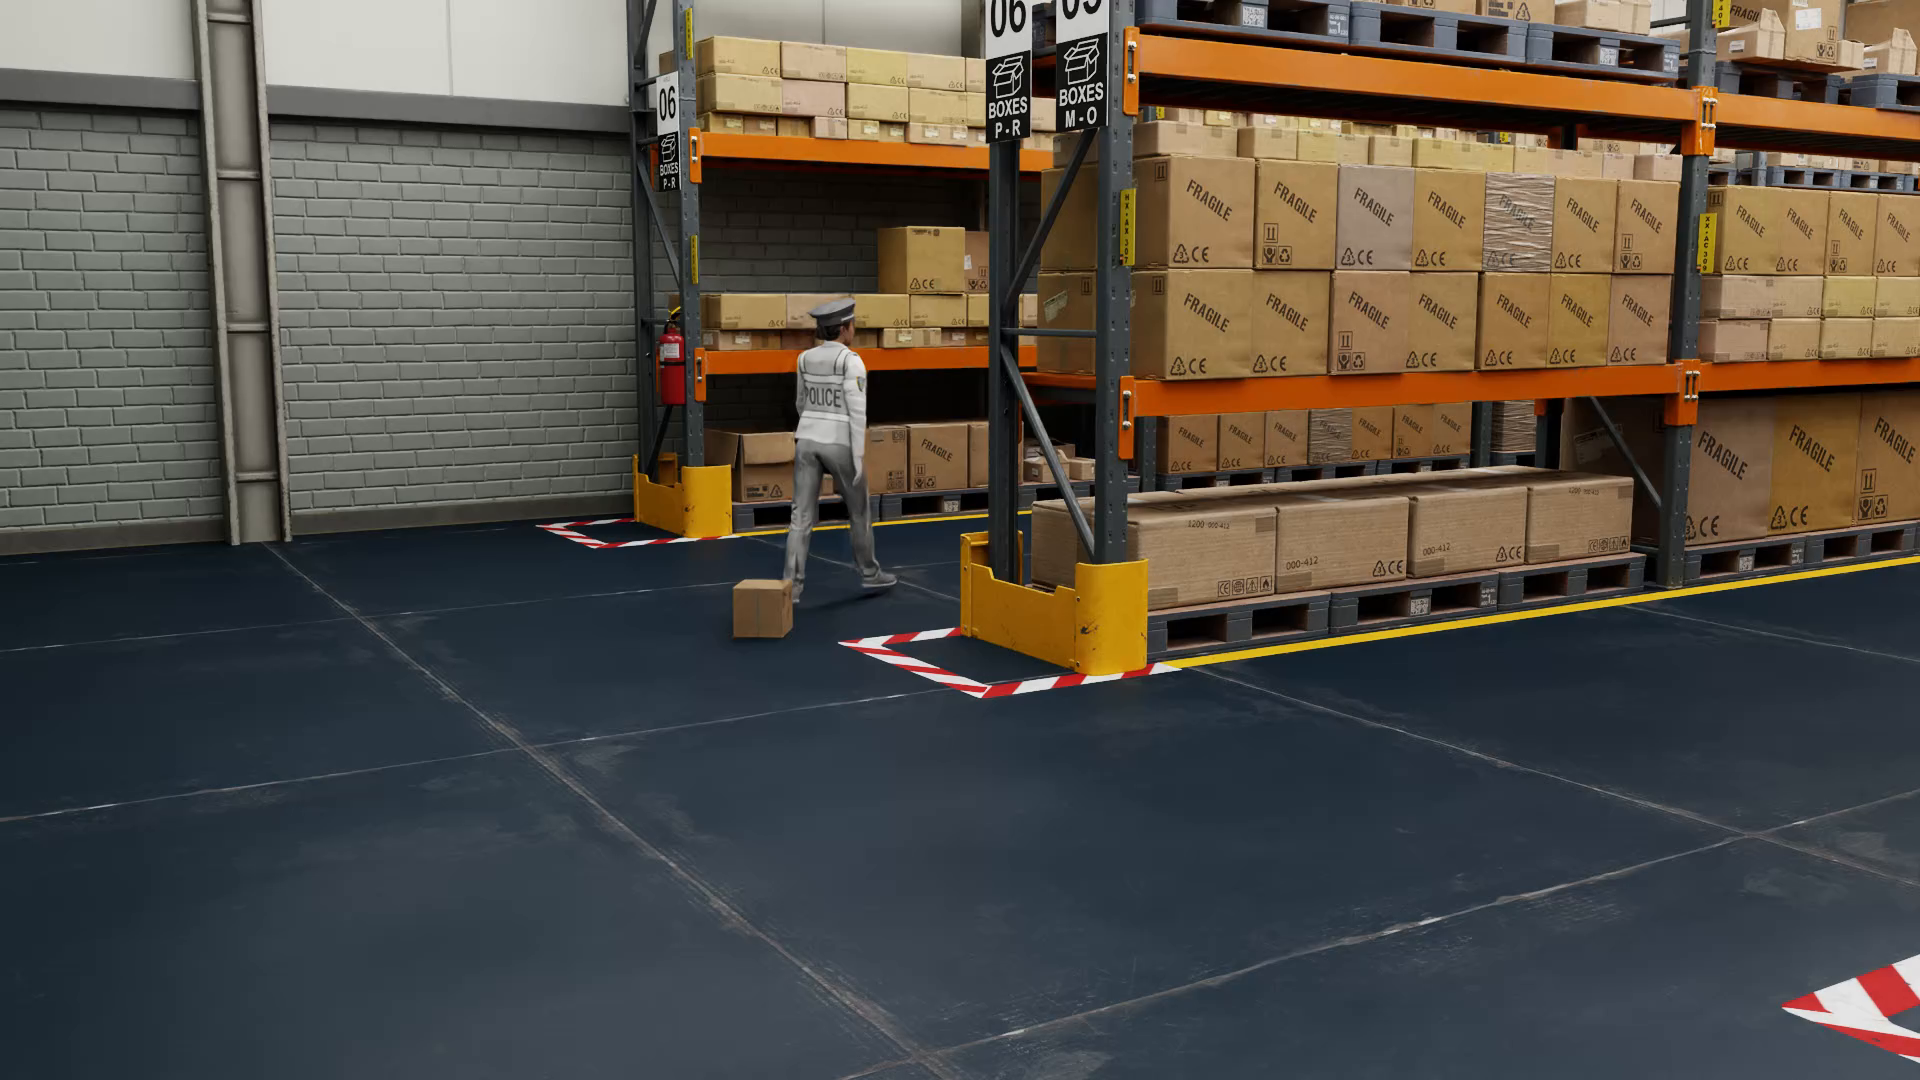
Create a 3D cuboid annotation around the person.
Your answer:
[{"bbox_3d":[-0.680,-0.502,9.124,0.530,1.642,0.879,4,9,24],"label":"person"}]
